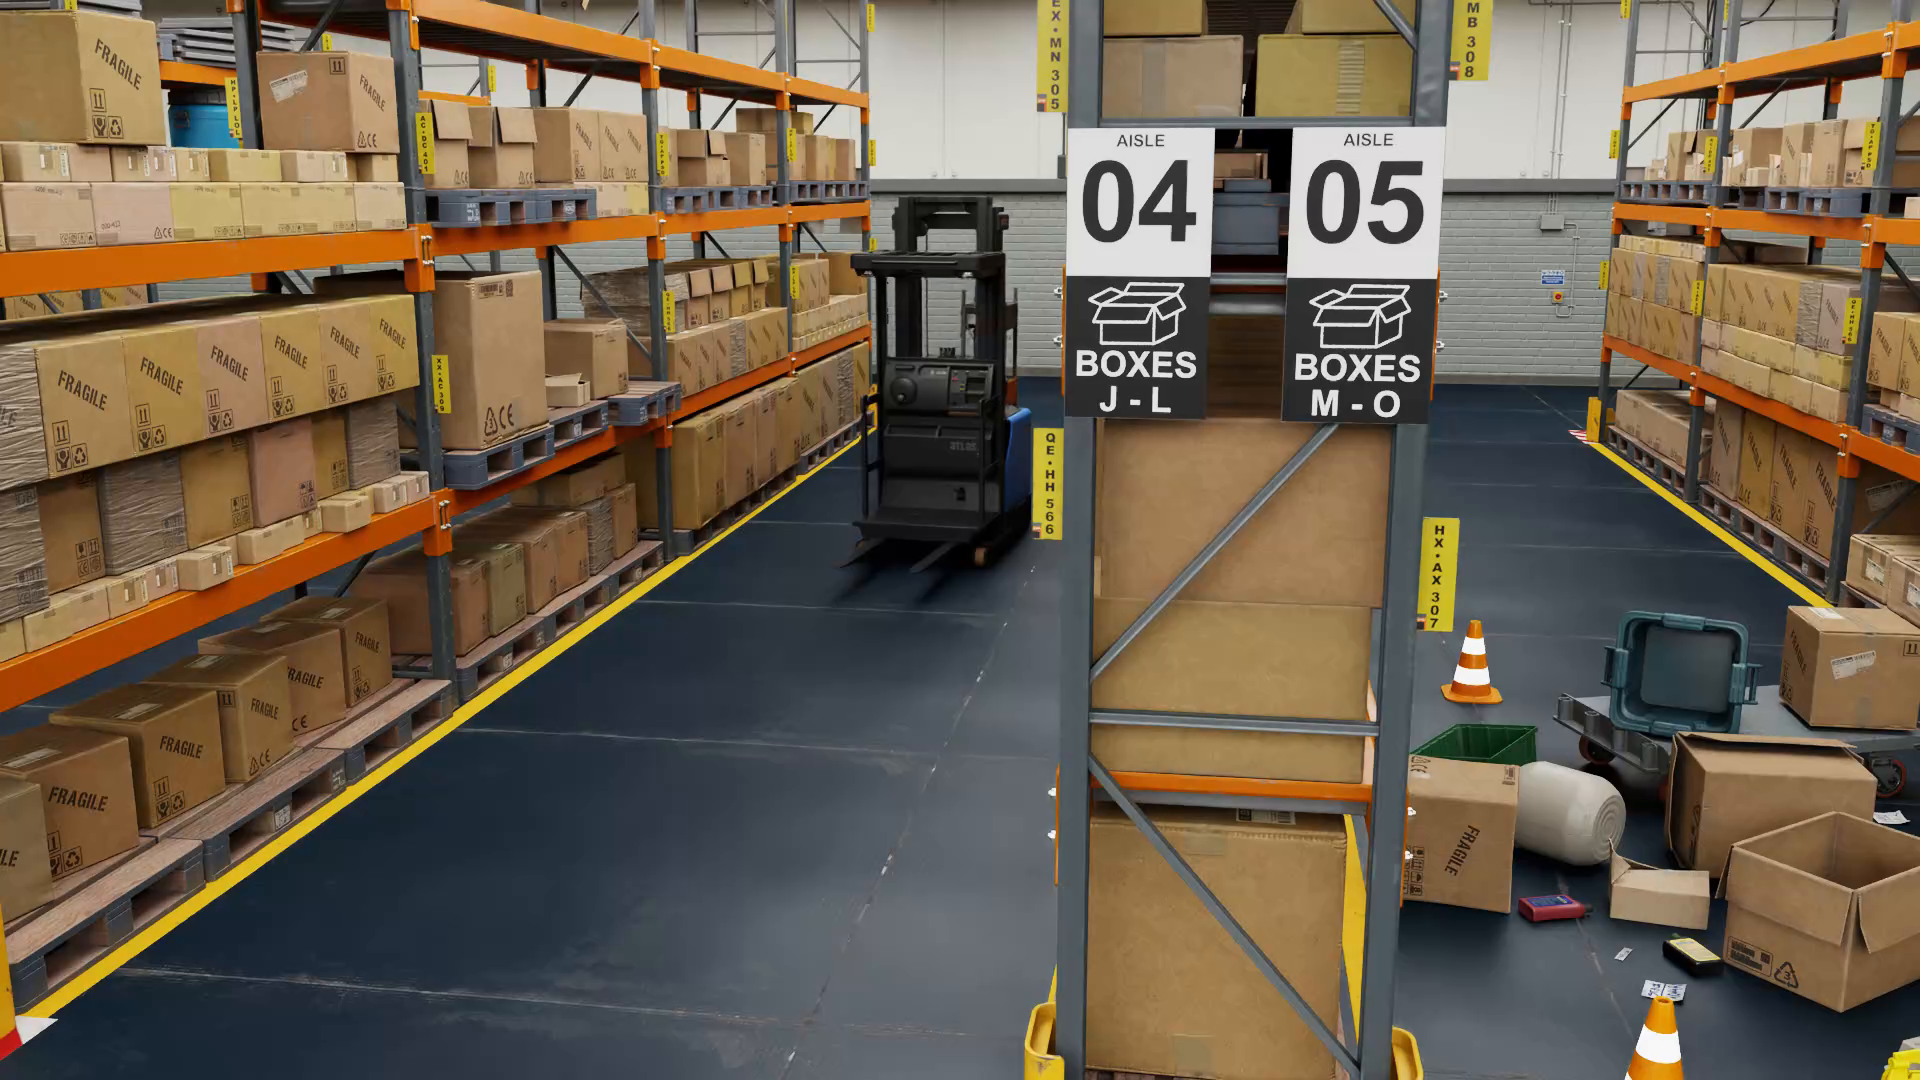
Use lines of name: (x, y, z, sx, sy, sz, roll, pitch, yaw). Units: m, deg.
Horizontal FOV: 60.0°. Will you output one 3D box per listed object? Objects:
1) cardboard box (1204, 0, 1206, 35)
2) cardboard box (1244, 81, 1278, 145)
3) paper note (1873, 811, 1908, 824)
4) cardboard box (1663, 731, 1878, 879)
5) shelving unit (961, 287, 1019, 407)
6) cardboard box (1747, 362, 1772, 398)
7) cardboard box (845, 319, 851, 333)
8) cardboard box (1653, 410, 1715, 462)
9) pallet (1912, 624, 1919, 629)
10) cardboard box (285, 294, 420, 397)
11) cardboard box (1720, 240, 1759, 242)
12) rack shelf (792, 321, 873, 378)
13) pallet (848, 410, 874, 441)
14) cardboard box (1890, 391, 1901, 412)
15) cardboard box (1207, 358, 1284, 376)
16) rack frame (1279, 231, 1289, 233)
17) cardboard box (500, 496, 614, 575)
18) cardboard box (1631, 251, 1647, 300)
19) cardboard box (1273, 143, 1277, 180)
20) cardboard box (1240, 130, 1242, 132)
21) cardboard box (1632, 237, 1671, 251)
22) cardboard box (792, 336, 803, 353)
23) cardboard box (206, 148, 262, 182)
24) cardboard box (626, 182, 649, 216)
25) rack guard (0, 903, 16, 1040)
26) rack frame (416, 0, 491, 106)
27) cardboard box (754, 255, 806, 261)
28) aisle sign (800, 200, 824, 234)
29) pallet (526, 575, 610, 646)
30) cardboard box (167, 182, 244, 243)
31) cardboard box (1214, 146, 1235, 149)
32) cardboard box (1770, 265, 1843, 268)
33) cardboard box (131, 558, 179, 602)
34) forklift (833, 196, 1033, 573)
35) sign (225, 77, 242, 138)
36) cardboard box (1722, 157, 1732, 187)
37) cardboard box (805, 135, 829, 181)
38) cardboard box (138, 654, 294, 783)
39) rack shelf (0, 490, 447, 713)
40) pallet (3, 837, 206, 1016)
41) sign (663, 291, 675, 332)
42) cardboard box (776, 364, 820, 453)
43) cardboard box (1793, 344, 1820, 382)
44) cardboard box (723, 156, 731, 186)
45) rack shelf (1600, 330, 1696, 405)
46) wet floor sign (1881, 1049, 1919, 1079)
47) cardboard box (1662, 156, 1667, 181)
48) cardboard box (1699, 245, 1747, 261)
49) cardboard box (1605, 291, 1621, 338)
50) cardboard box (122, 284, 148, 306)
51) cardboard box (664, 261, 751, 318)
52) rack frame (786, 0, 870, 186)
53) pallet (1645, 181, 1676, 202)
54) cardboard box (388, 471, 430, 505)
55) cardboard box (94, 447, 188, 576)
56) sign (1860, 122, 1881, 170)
cardboard box: (0.552, -1.580, 5.054, 0.380, 0.149, 0.250, 2, 12, 9)
cardboard box: (1.432, -1.765, 6.857, 0.500, 0.250, 0.500, 2, 12, 8)
paper note: (4.550, 1.354, 8.139, 0.148, 0.019, 0.142, 2, 12, 9)
cardboard box: (3.606, 1.191, 7.449, 0.797, 0.637, 0.503, 2, 12, 9)
shelving unit: (0.271, -1.262, 15.344, 0.431, 2.100, 0.503, 3, 11, 14)
cardboard box: (6.961, -1.344, 13.966, 0.500, 0.250, 0.500, 2, 12, 8)
cardboard box: (-1.514, -2.552, 19.809, 0.380, 0.149, 0.250, 2, 12, 7)
cardboard box: (7.887, -1.084, 17.490, 0.875, 0.438, 0.875, 2, 12, 7)
pallet: (6.621, 0.794, 10.310, 1.003, 0.211, 1.213, 2, 12, 9)
cardboard box: (-3.272, -1.054, 8.948, 0.500, 0.500, 0.500, 2, 12, 9)
cardboard box: (8.106, -3.047, 17.359, 0.380, 0.149, 0.250, 2, 12, 9)
rack shelf: (-1.937, -2.204, 19.307, 1.077, 0.370, 4.000, 2, 12, 9)
pallet: (-1.675, -1.440, 20.673, 1.003, 0.211, 1.213, 2, 12, 9)
cardboard box: (6.622, -0.948, 11.374, 0.380, 0.149, 0.250, 1, 12, 5)
cardboard box: (1.105, -0.366, 6.153, 0.875, 0.550, 0.550, 2, 12, 9)
rack frame: (1.411, -0.292, 8.728, 1.000, 3.000, 0.127, 2, 12, 9)
cardboard box: (-3.015, -0.044, 12.465, 0.700, 0.500, 0.500, 1, 12, 4)
cardboard box: (7.664, -2.882, 18.138, 0.500, 0.500, 0.500, 2, 12, 8)
cardboard box: (1.515, -1.592, 7.003, 0.380, 0.149, 0.250, 2, 12, 10)
cardboard box: (1.463, -2.341, 10.093, 0.500, 0.311, 0.500, 1, 12, 7)
cardboard box: (7.689, -3.278, 18.433, 0.380, 0.149, 0.250, 1, 12, 7)
cardboard box: (-1.870, -2.067, 17.561, 0.380, 0.149, 0.250, 2, 12, 9)
cardboard box: (-3.437, -1.710, 7.598, 0.380, 0.149, 0.250, 2, 12, 11)
cardboard box: (-2.690, -2.593, 12.639, 0.500, 0.250, 0.500, 2, 12, 9)
rack guard: (-4.078, 1.565, 6.045, 1.175, 0.500, 0.348, 2, 12, 9)
rack frame: (-6.523, -6.065, 21.275, 1.000, 3.000, 0.127, 2, 12, 9)
cardboard box: (-2.120, -3.107, 19.661, 0.500, 0.500, 0.500, 2, 12, 7)
aisle sign: (-1.914, -4.267, 21.004, 0.394, 0.787, 0.004, 2, 12, 9)
pallet: (-3.171, 0.473, 11.800, 1.003, 0.211, 1.213, 2, 12, 9)
cardboard box: (-3.532, -1.445, 7.315, 0.500, 0.250, 0.500, 2, 12, 10)
cardboard box: (1.059, -1.992, 7.912, 0.500, 0.250, 0.500, 2, 12, 9)
cardboard box: (7.727, -2.255, 15.224, 0.500, 0.500, 0.500, 2, 12, 10)
cardboard box: (-3.625, 0.170, 7.182, 0.380, 0.149, 0.250, 2, 12, 9)
forklift: (-0.231, -1.301, 13.572, 1.130, 2.935, 3.031, 3, 13, 15)
sign: (-4.024, -2.403, 9.240, 0.100, 0.325, 0.005, 2, 12, 9)
cardboard box: (7.125, -3.331, 15.032, 0.396, 0.266, 0.258, 2, 12, 8)
cardboard box: (-1.876, -4.289, 18.685, 0.700, 0.500, 0.500, 2, 12, 11)
cardboard box: (-3.674, 0.876, 8.245, 0.500, 0.500, 0.500, 1, 12, 4)
rack shelf: (-3.782, 0.294, 7.716, 1.077, 0.370, 4.000, 2, 12, 9)
pallet: (-3.918, 1.538, 6.855, 1.003, 0.211, 1.213, 2, 12, 9)
sign: (-2.322, -1.818, 13.249, 0.100, 0.325, 0.005, 2, 12, 9)
cardboard box: (-2.064, -1.441, 18.104, 0.875, 0.875, 0.875, 2, 12, 9)
cardboard box: (6.831, -1.372, 12.911, 0.500, 0.250, 0.500, 2, 12, 7)
cardboard box: (-2.502, -3.542, 15.902, 0.500, 0.311, 0.500, 1, 12, 7)
rack shelf: (7.855, -1.883, 17.817, 1.077, 0.370, 4.000, 2, 12, 9)
wet floor sign: (2.748, 1.762, 4.787, 0.267, 0.644, 0.232, 0, 12, -1)
cardboard box: (7.883, -4.018, 17.873, 0.500, 0.311, 0.500, 2, 12, 10)
cardboard box: (7.429, -2.799, 16.209, 0.380, 0.149, 0.250, 2, 12, 10)
cardboard box: (7.805, -2.609, 19.242, 0.500, 0.500, 0.500, 2, 12, 8)
cardboard box: (-11.217, -3.240, 22.172, 0.500, 0.500, 0.500, 2, 12, 10)
cardboard box: (-2.451, -2.403, 15.904, 0.797, 0.503, 0.637, 2, 12, 9)
rack frame: (-1.629, -5.904, 20.531, 1.000, 3.000, 0.127, 2, 12, 9)
pallet: (7.874, -3.664, 17.466, 1.003, 0.211, 1.213, 2, 12, 9)
cardboard box: (-3.217, -0.297, 9.346, 0.380, 0.149, 0.250, 2, 12, 9)
cardboard box: (-3.900, -0.160, 7.171, 0.875, 0.500, 0.500, 2, 12, 9)
sign: (6.385, -2.763, 11.658, 0.100, 0.325, 0.005, 2, 12, 9)
